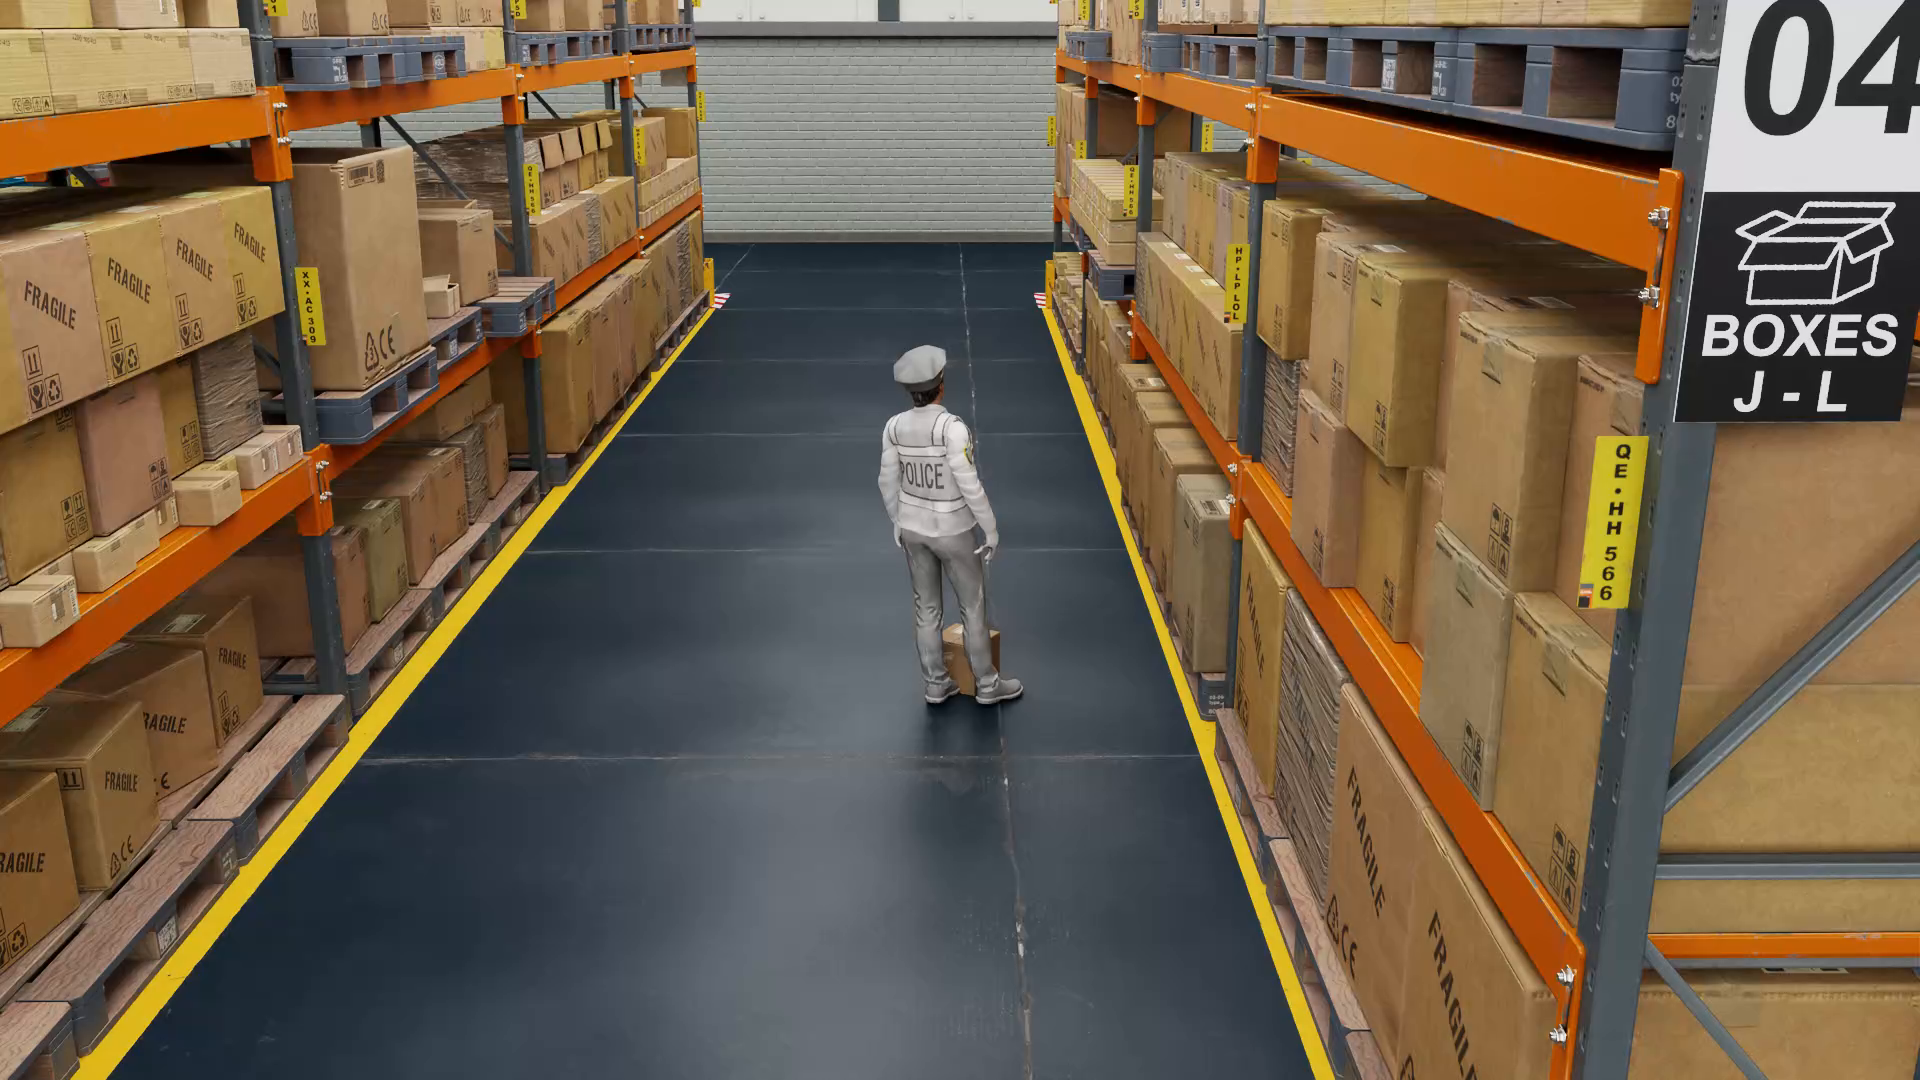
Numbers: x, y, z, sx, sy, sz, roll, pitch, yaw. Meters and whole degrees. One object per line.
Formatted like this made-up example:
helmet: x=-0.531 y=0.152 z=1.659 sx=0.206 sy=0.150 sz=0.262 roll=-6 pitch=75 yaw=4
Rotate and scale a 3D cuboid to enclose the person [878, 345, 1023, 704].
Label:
person: x=-0.062 y=-0.064 z=7.664 sx=0.586 sy=1.694 sz=0.532 roll=11 pitch=20 yaw=31
